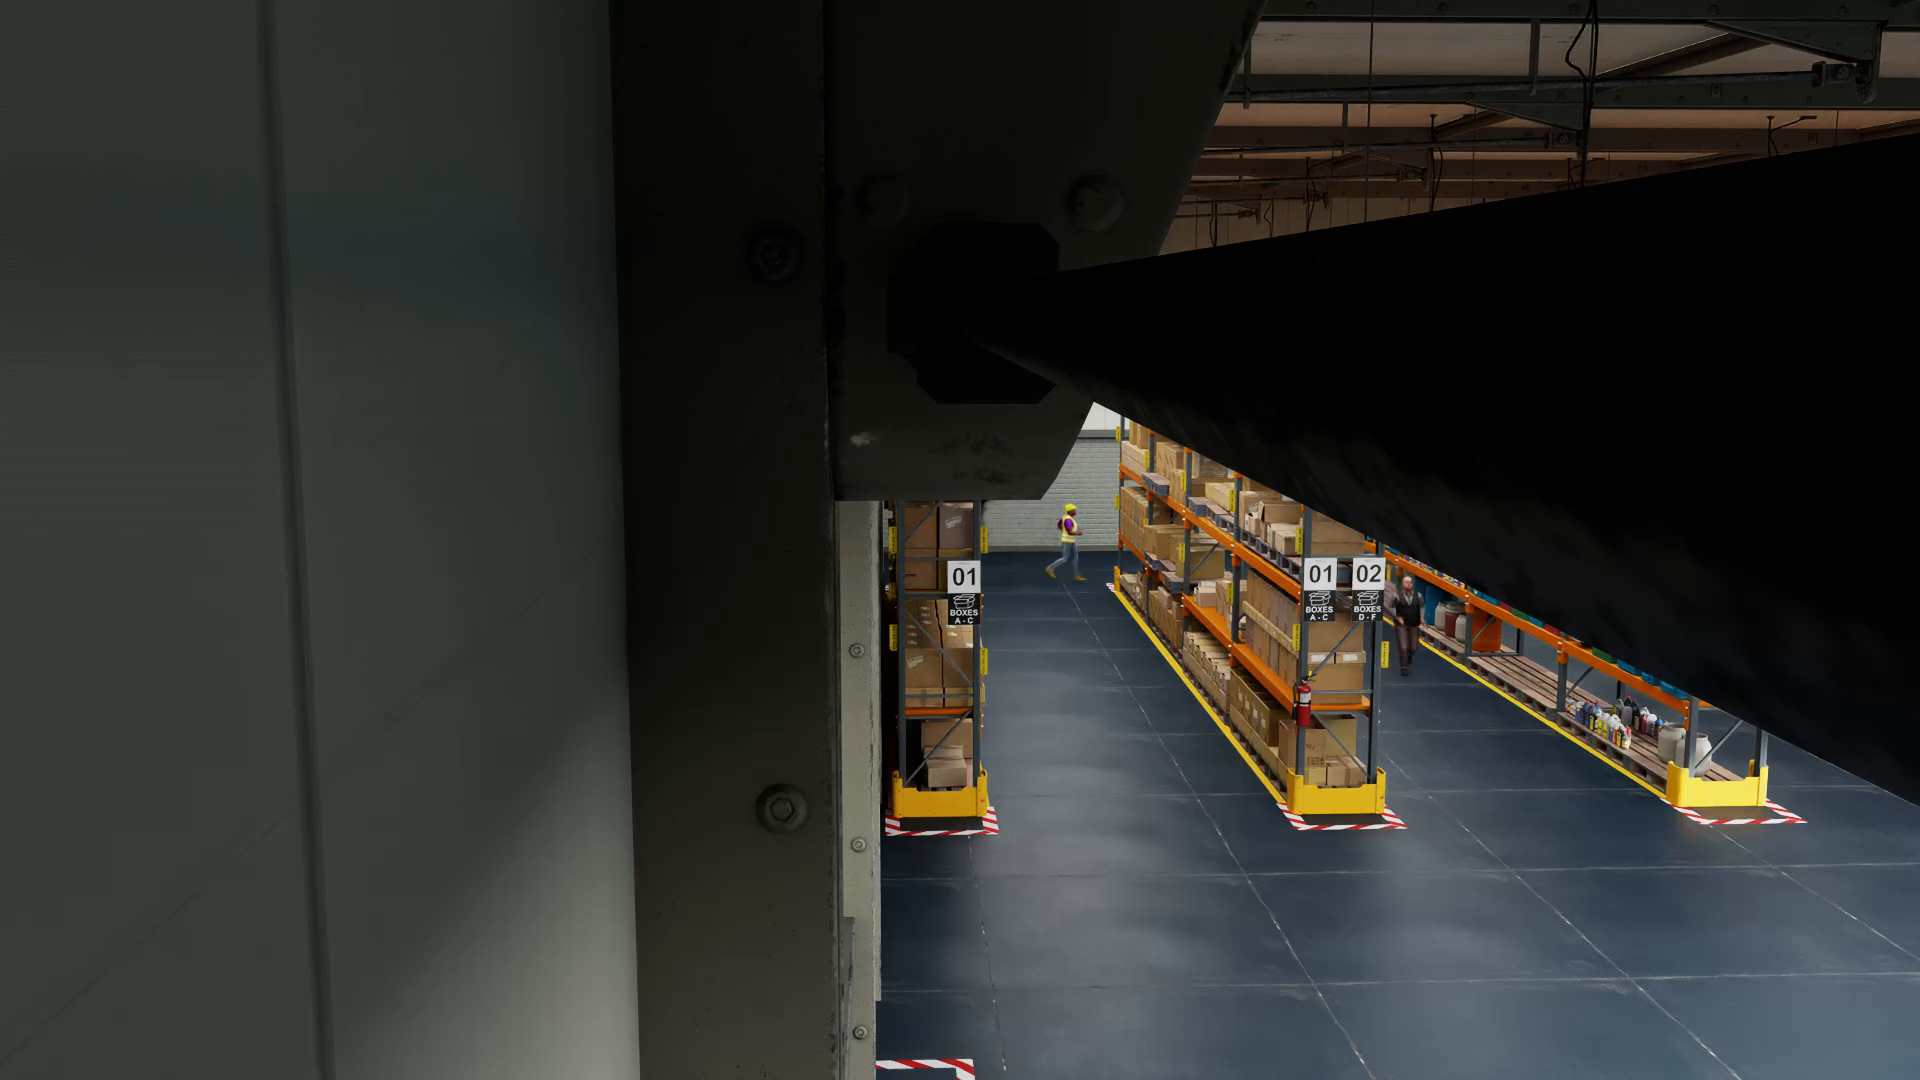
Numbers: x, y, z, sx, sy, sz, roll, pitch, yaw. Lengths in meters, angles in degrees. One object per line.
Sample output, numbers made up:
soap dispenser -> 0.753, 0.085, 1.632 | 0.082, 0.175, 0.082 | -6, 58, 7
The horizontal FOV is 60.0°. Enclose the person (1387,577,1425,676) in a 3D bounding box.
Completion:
person -> 7.586, 1.455, 28.247 | 0.661, 1.682, 0.585 | 0, 8, 3

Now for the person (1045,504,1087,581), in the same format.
person -> 2.400, 0.063, 37.500 | 0.977, 1.772, 0.711 | 0, 8, -1
